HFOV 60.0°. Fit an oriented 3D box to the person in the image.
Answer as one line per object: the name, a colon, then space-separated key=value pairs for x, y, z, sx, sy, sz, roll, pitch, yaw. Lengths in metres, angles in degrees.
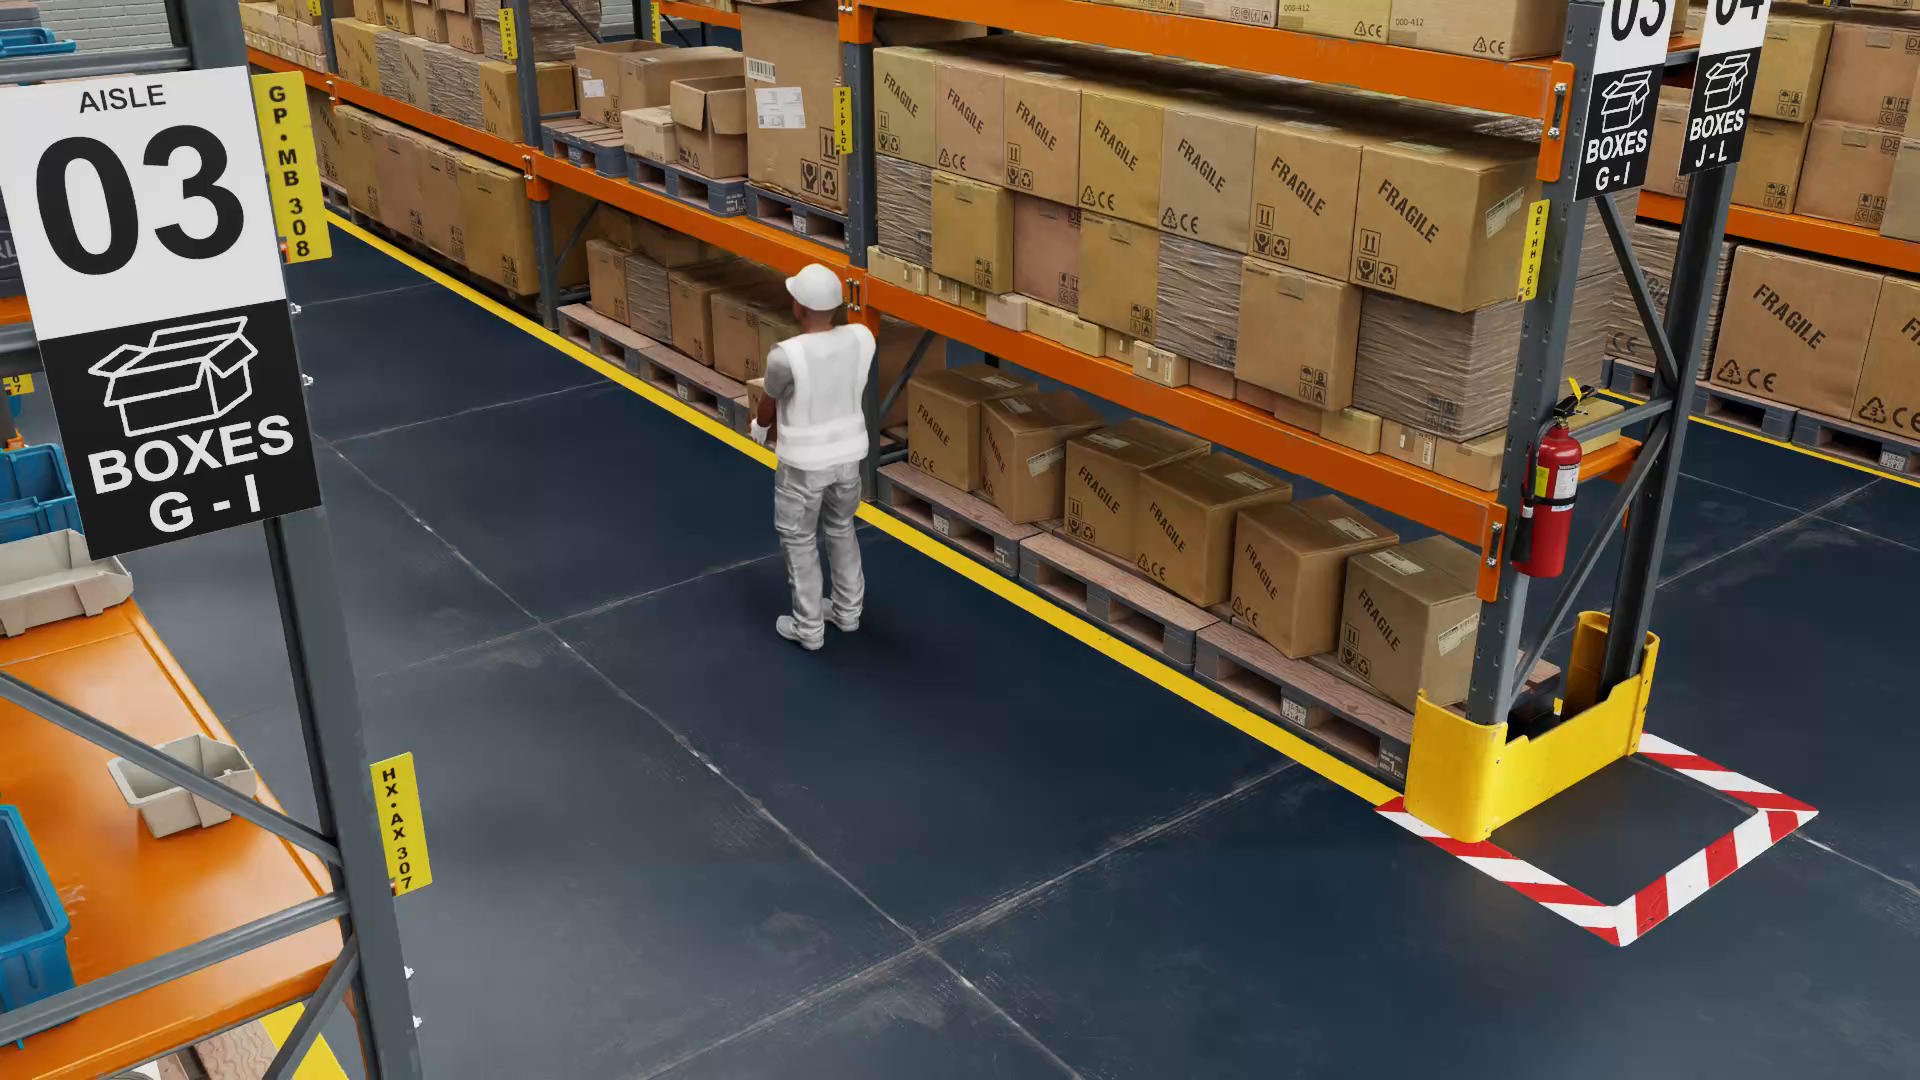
person: x=-0.686 y=-0.400 z=7.463 sx=0.455 sy=1.778 sz=0.573 roll=-17 pitch=30 yaw=-33
